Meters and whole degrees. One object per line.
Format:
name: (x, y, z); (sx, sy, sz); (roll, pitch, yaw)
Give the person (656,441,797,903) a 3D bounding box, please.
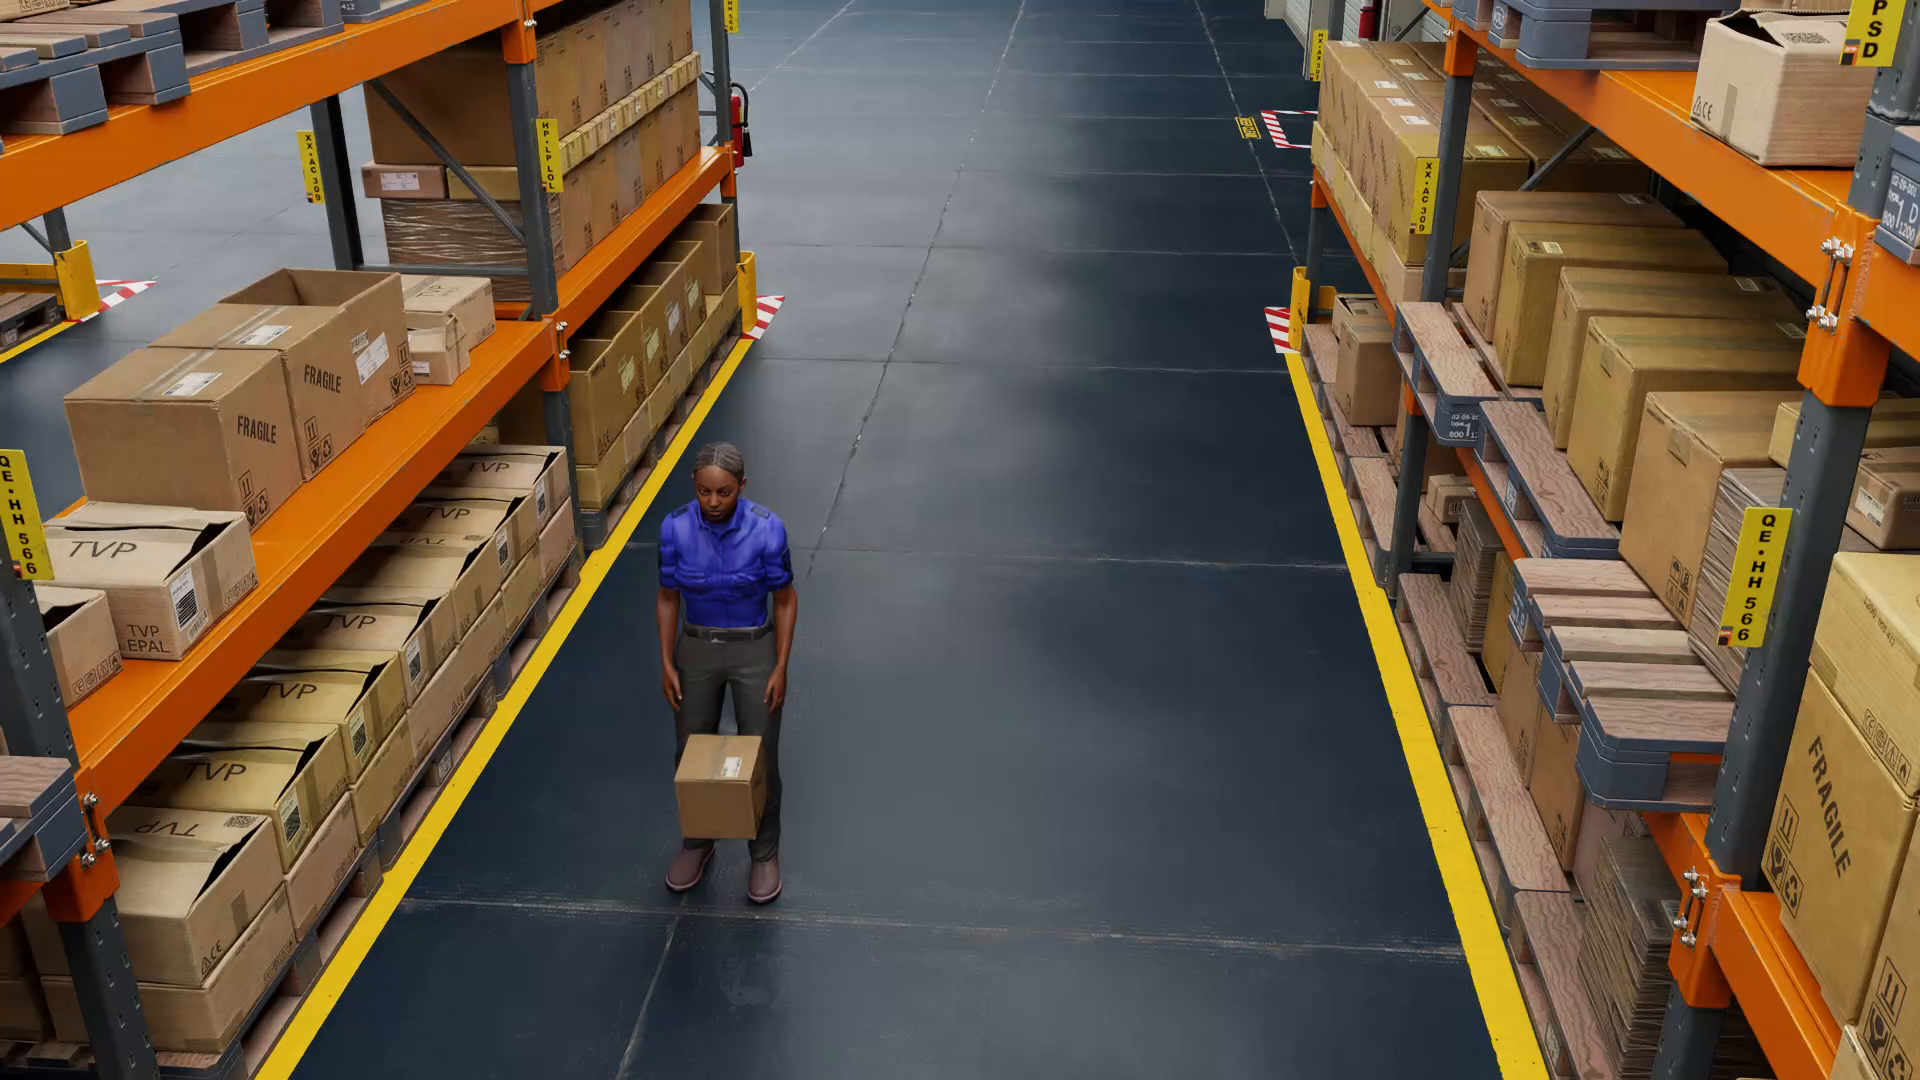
person: (-0.798, 0.440, 5.648); (0.494, 1.659, 0.398); (1, 25, 3)
